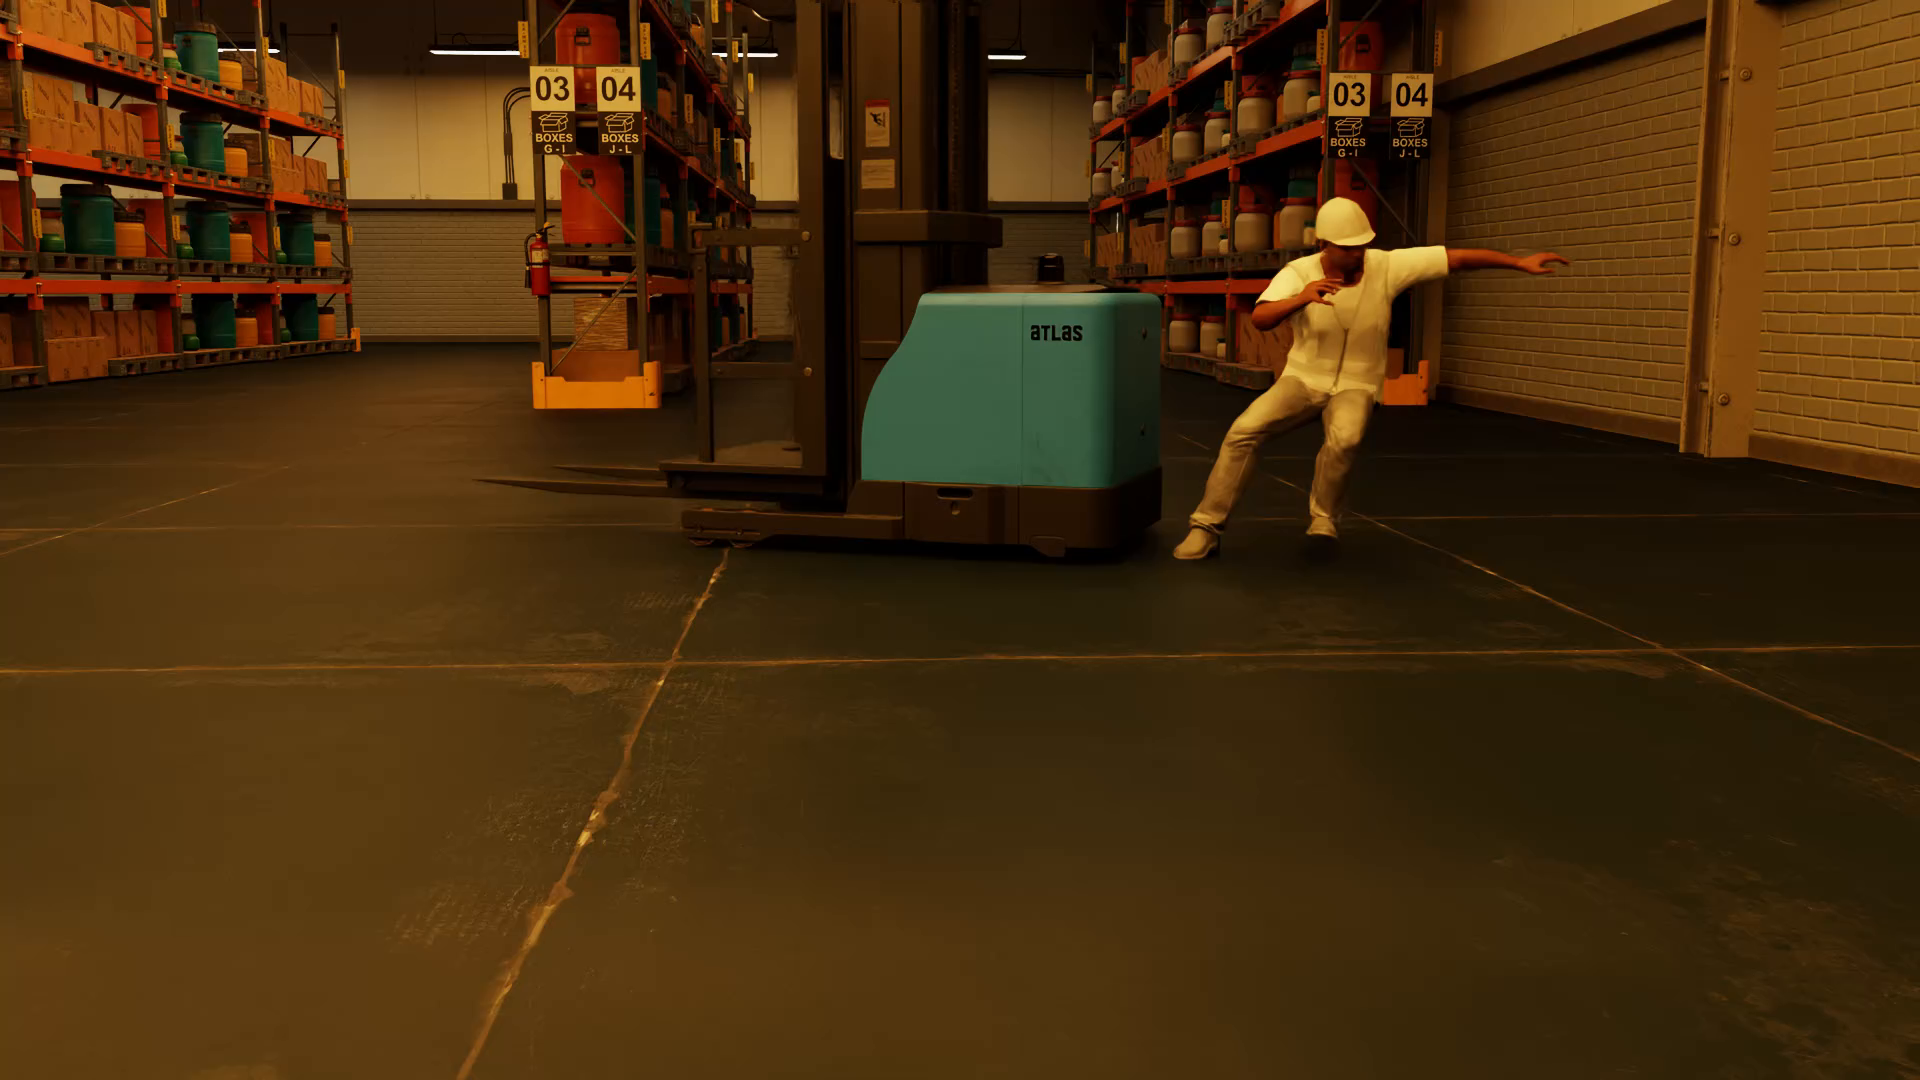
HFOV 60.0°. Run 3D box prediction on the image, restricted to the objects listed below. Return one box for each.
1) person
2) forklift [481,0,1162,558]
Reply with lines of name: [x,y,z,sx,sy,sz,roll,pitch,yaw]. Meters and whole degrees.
person: [1.656,-0.651,6.751,1.536,1.456,0.792,1,9,9]
forklift: [-0.673,-1.483,7.320,3.031,2.935,1.130,3,9,19]
